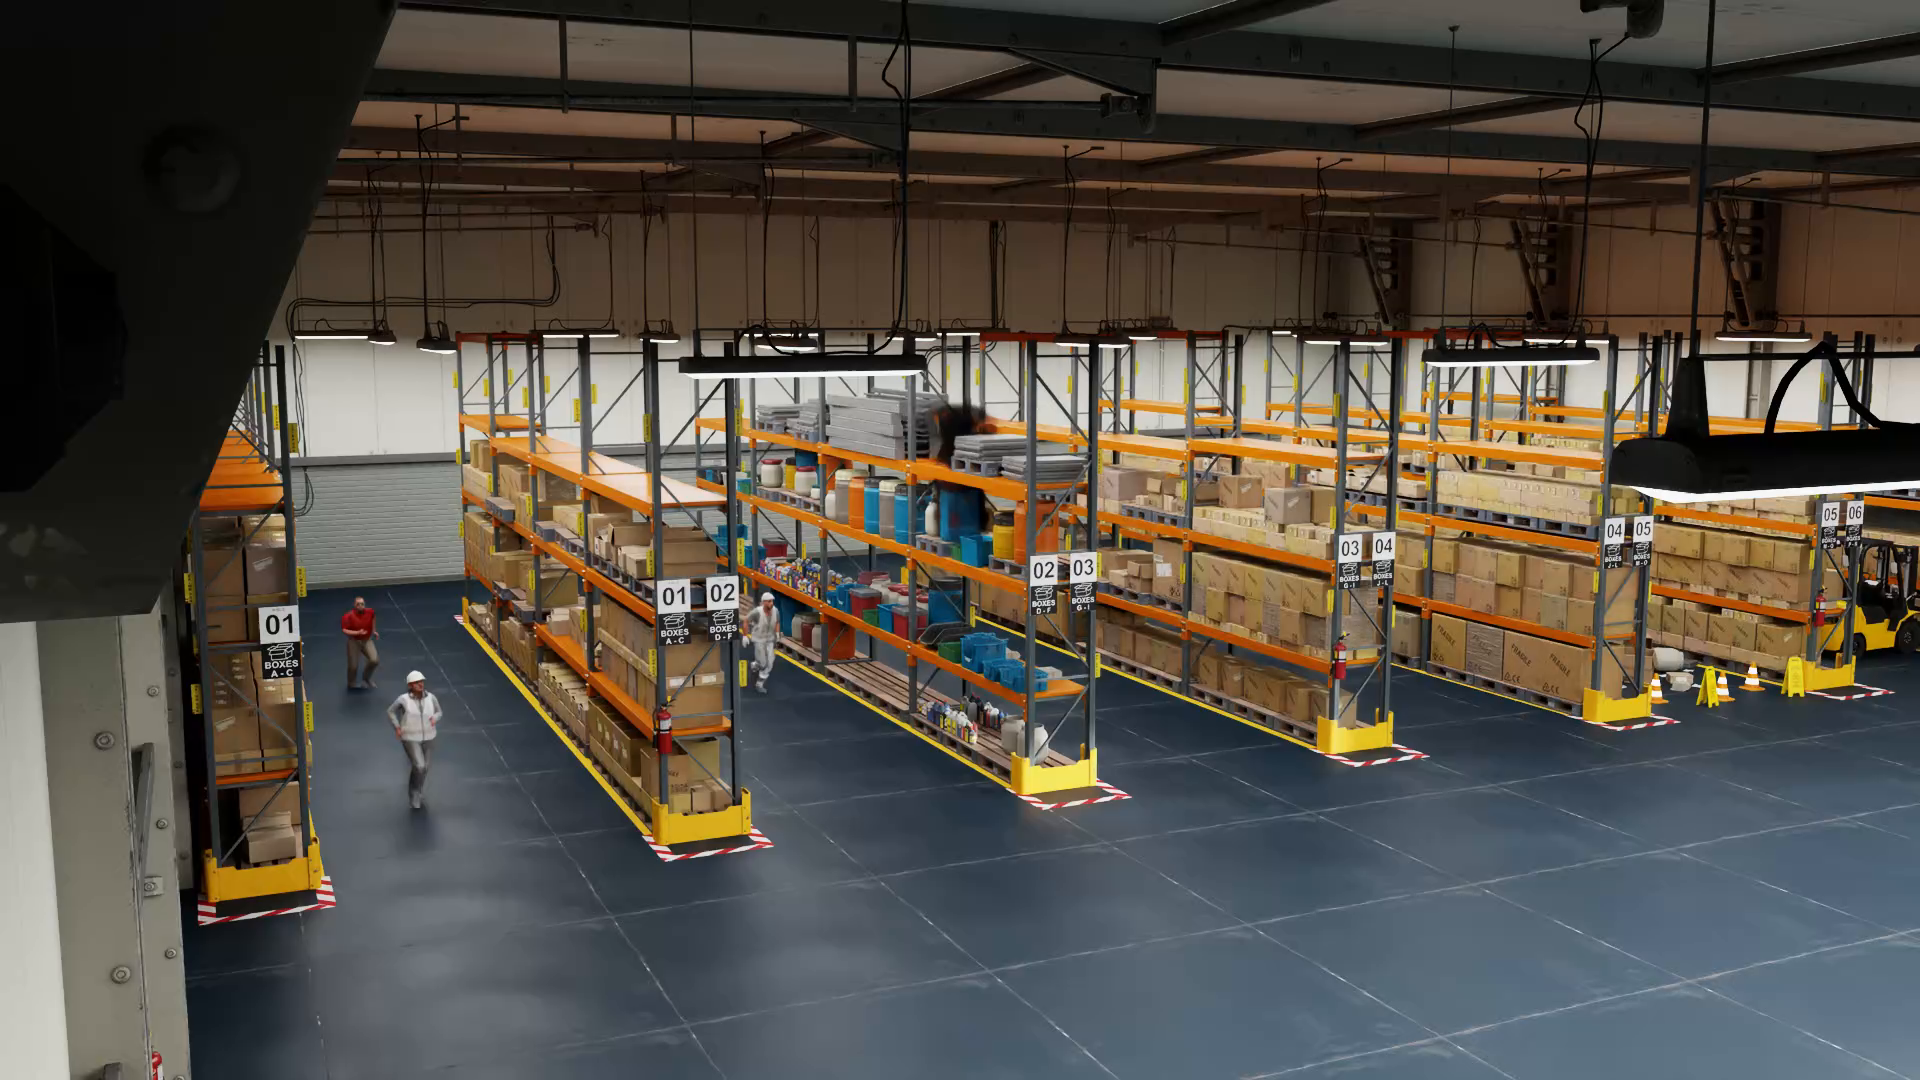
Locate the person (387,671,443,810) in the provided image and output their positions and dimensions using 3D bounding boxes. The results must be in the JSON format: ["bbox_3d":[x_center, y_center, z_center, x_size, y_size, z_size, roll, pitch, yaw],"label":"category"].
[{"bbox_3d":[-6.994,2.571,21.478,0.646,1.791,0.710,-6,10,-38],"label":"person"}]

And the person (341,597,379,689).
[{"bbox_3d":[-10.120,1.746,28.093,0.680,1.633,0.923,-6,10,-39],"label":"person"}]

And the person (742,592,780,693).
[{"bbox_3d":[-3.347,1.709,28.081,0.663,1.715,0.701,-6,10,-40],"label":"person"}]
